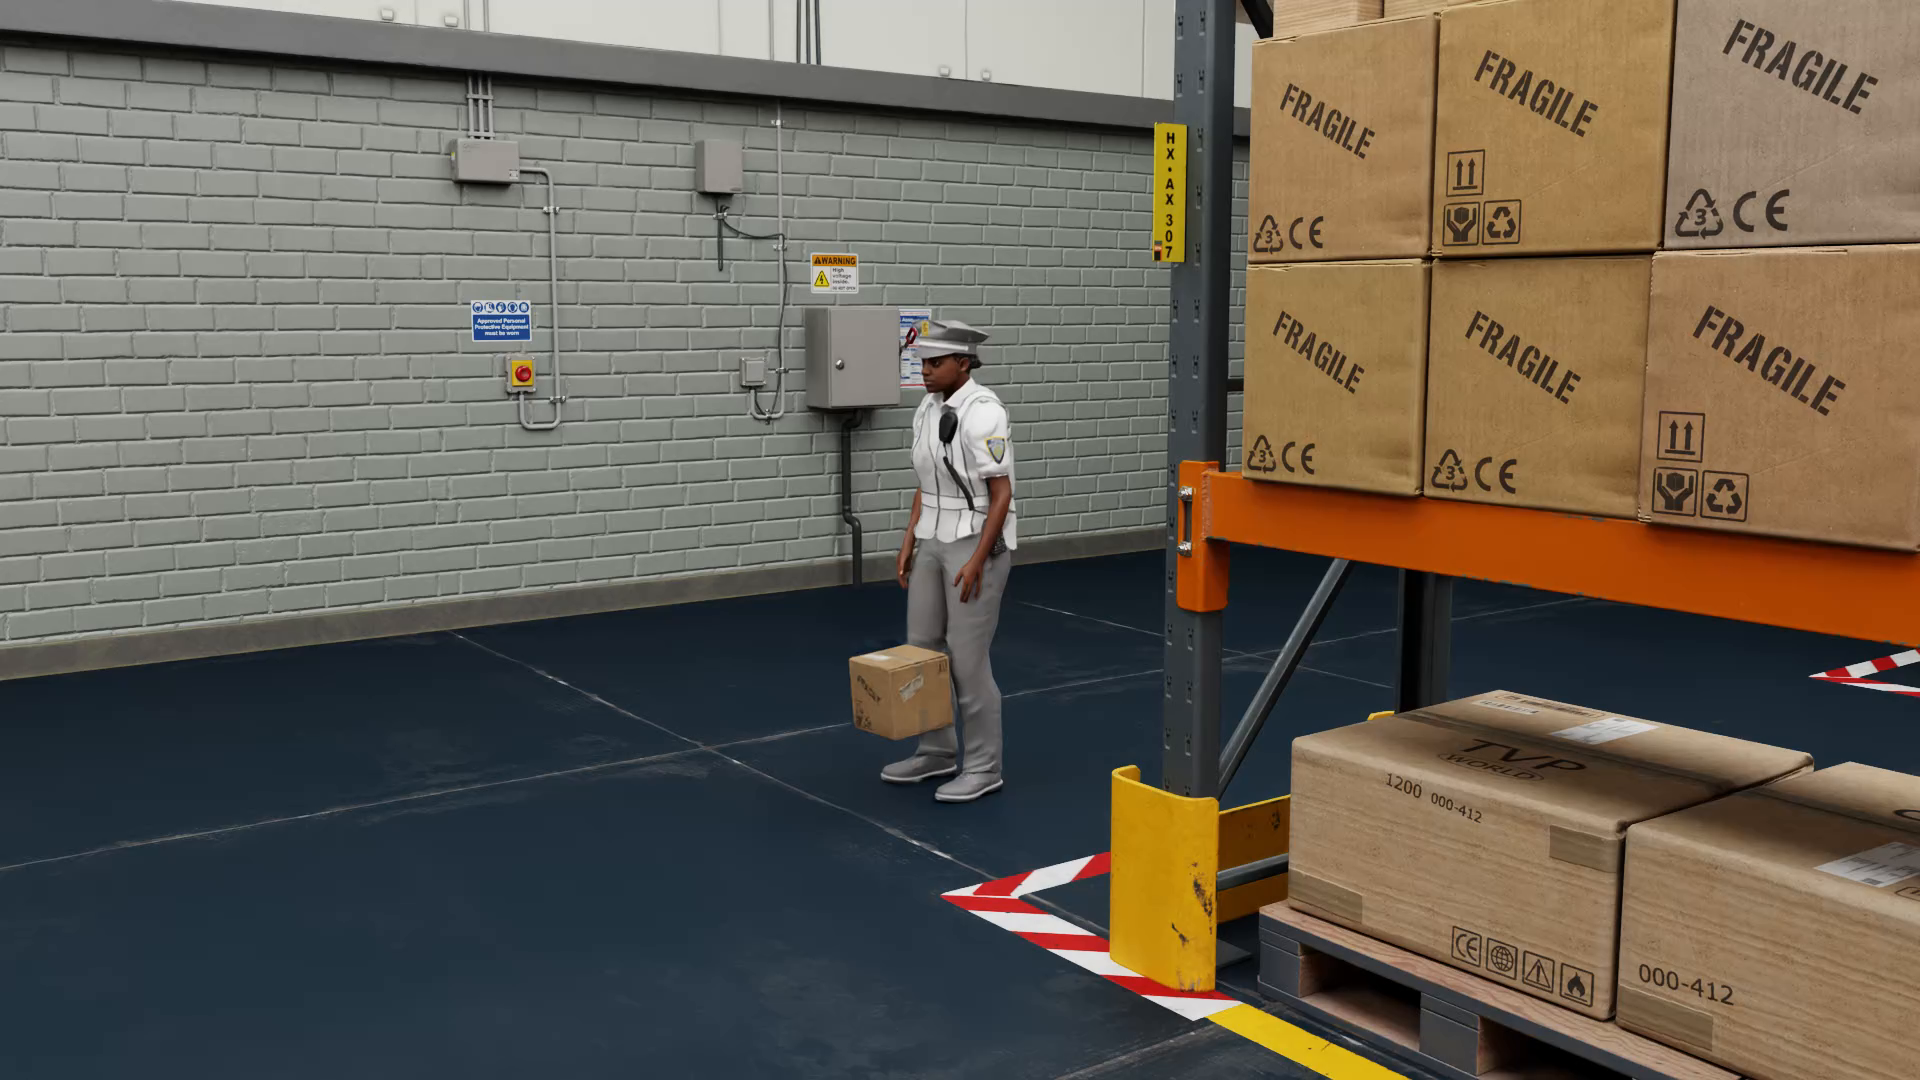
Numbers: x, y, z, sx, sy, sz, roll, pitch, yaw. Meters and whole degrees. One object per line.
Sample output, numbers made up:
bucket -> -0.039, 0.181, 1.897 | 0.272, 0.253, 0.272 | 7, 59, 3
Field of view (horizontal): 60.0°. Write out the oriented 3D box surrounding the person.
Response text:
person -> -0.015, 0.059, 5.858 | 0.371, 1.667, 0.497 | -6, 10, -37
